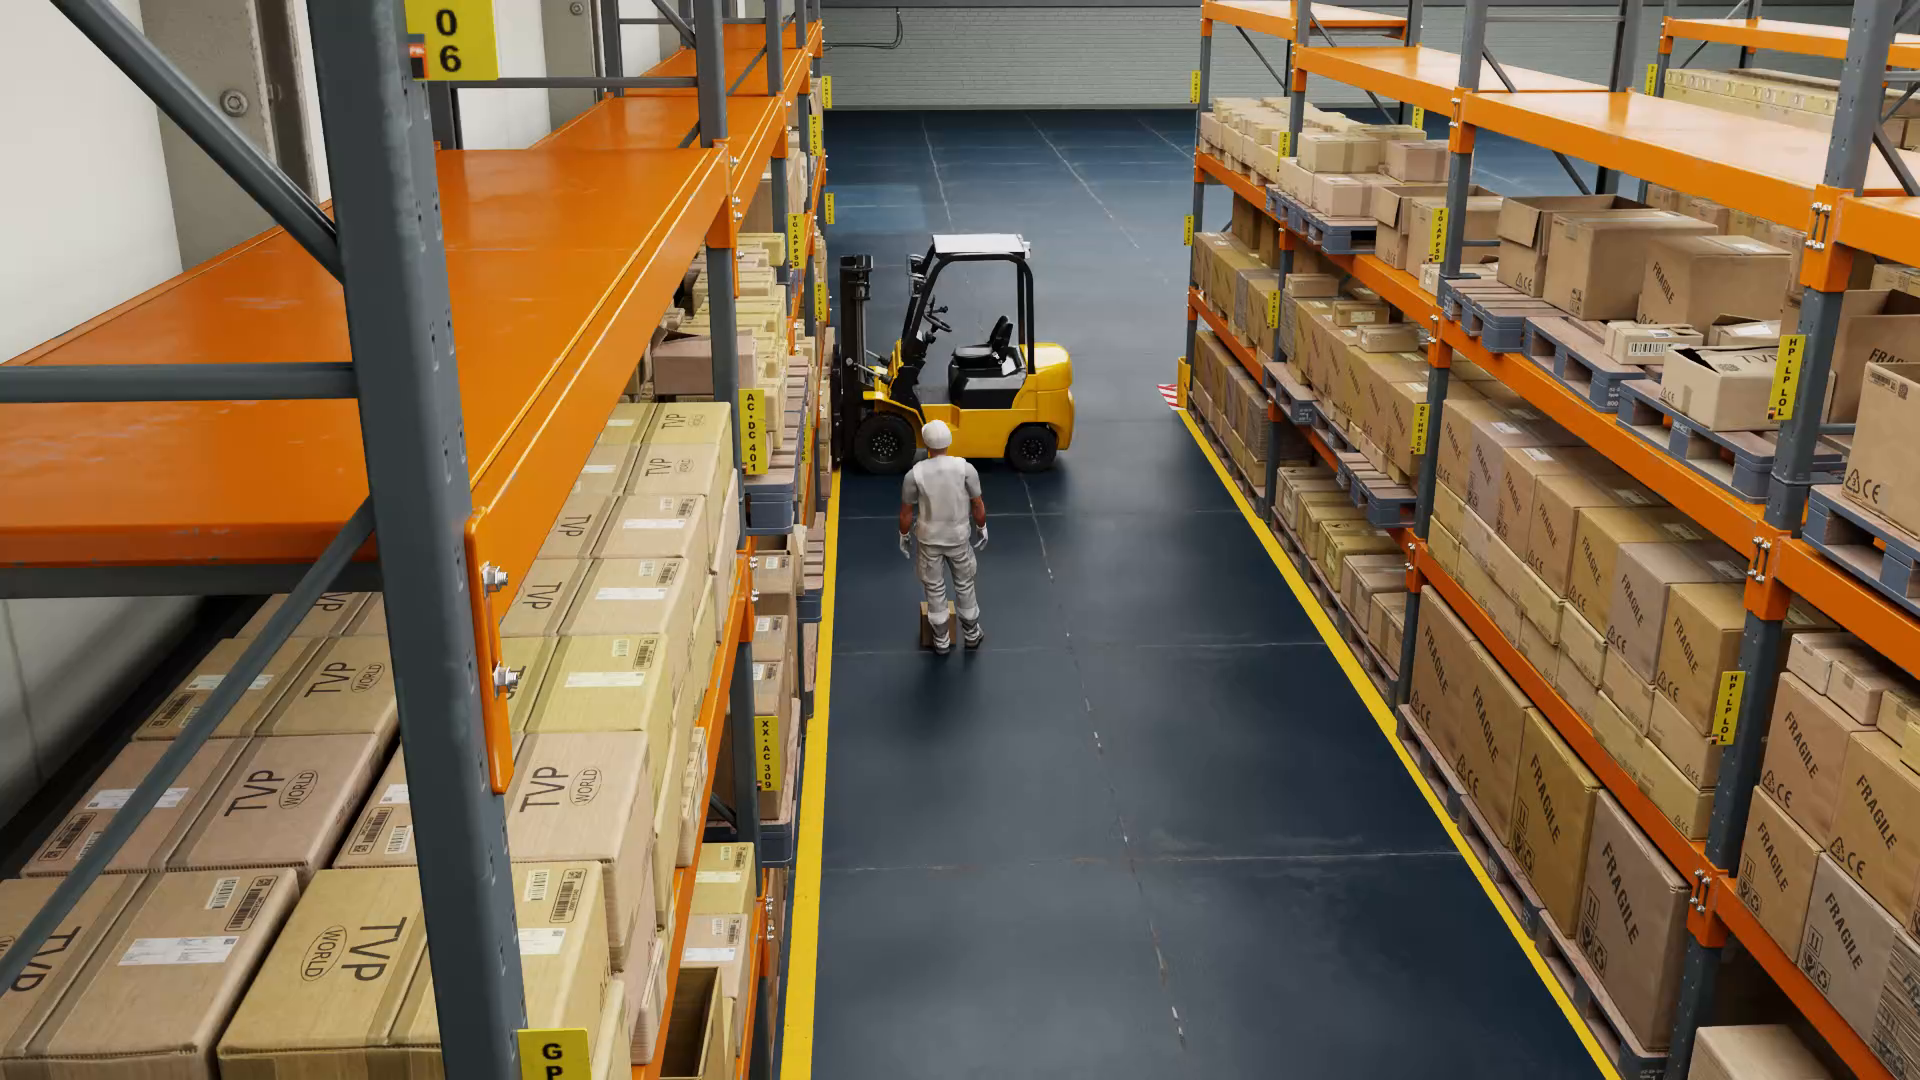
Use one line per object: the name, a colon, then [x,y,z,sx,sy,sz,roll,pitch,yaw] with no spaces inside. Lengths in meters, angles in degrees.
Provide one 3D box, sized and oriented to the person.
person: [-0.120,-0.042,11.990,0.638,1.787,0.562,-1,20,-3]
